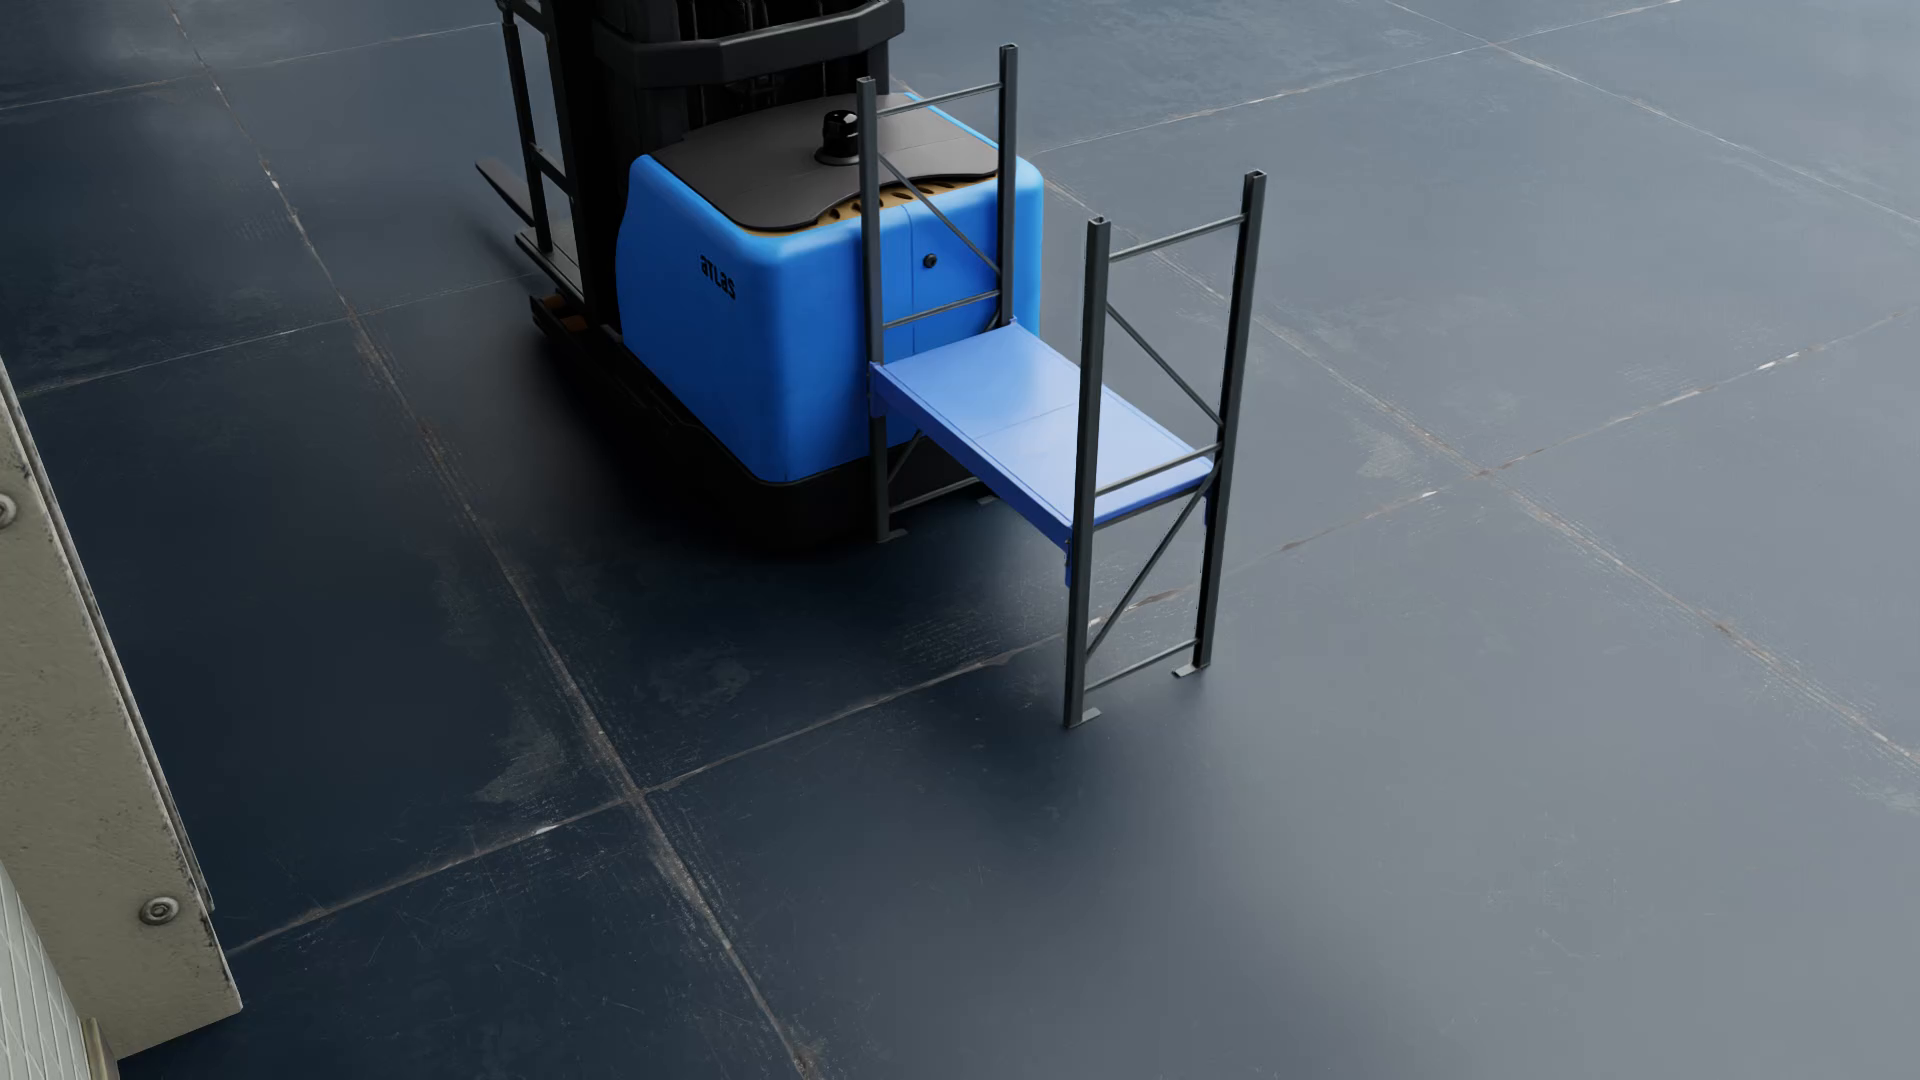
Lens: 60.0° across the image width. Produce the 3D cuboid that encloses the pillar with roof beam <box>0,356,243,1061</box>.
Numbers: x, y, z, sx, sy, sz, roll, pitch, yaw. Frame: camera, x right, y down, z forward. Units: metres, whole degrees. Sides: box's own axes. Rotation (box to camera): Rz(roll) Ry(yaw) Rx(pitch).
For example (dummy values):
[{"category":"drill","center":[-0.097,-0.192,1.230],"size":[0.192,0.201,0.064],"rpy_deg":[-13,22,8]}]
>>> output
[{"category":"pillar with roof beam","center":[1.858,-3.895,2.953],"size":[9.100,9.000,0.400],"rpy_deg":[-19,40,-24]}]

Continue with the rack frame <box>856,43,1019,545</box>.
[{"category":"rack frame","center":[-0.056,-0.677,4.905],"size":[0.500,1.500,0.032],"rpy_deg":[-21,41,-26]}]

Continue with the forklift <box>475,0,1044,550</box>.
[{"category":"forklift","center":[-0.959,-1.986,5.484],"size":[1.130,2.935,3.031],"rpy_deg":[-21,41,-26]}]

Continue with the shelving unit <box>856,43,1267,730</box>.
[{"category":"shelving unit","center":[0.222,-0.426,4.561],"size":[0.538,1.500,1.048],"rpy_deg":[-21,41,-26]}]

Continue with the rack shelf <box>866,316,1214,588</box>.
[{"category":"rack shelf","center":[0.222,-0.281,4.667],"size":[0.538,0.185,1.000],"rpy_deg":[-21,41,-26]}]

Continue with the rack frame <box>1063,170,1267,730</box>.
[{"category":"rack frame","center":[0.500,-0.175,4.218],"size":[0.500,1.500,0.032],"rpy_deg":[-21,41,-26]}]
